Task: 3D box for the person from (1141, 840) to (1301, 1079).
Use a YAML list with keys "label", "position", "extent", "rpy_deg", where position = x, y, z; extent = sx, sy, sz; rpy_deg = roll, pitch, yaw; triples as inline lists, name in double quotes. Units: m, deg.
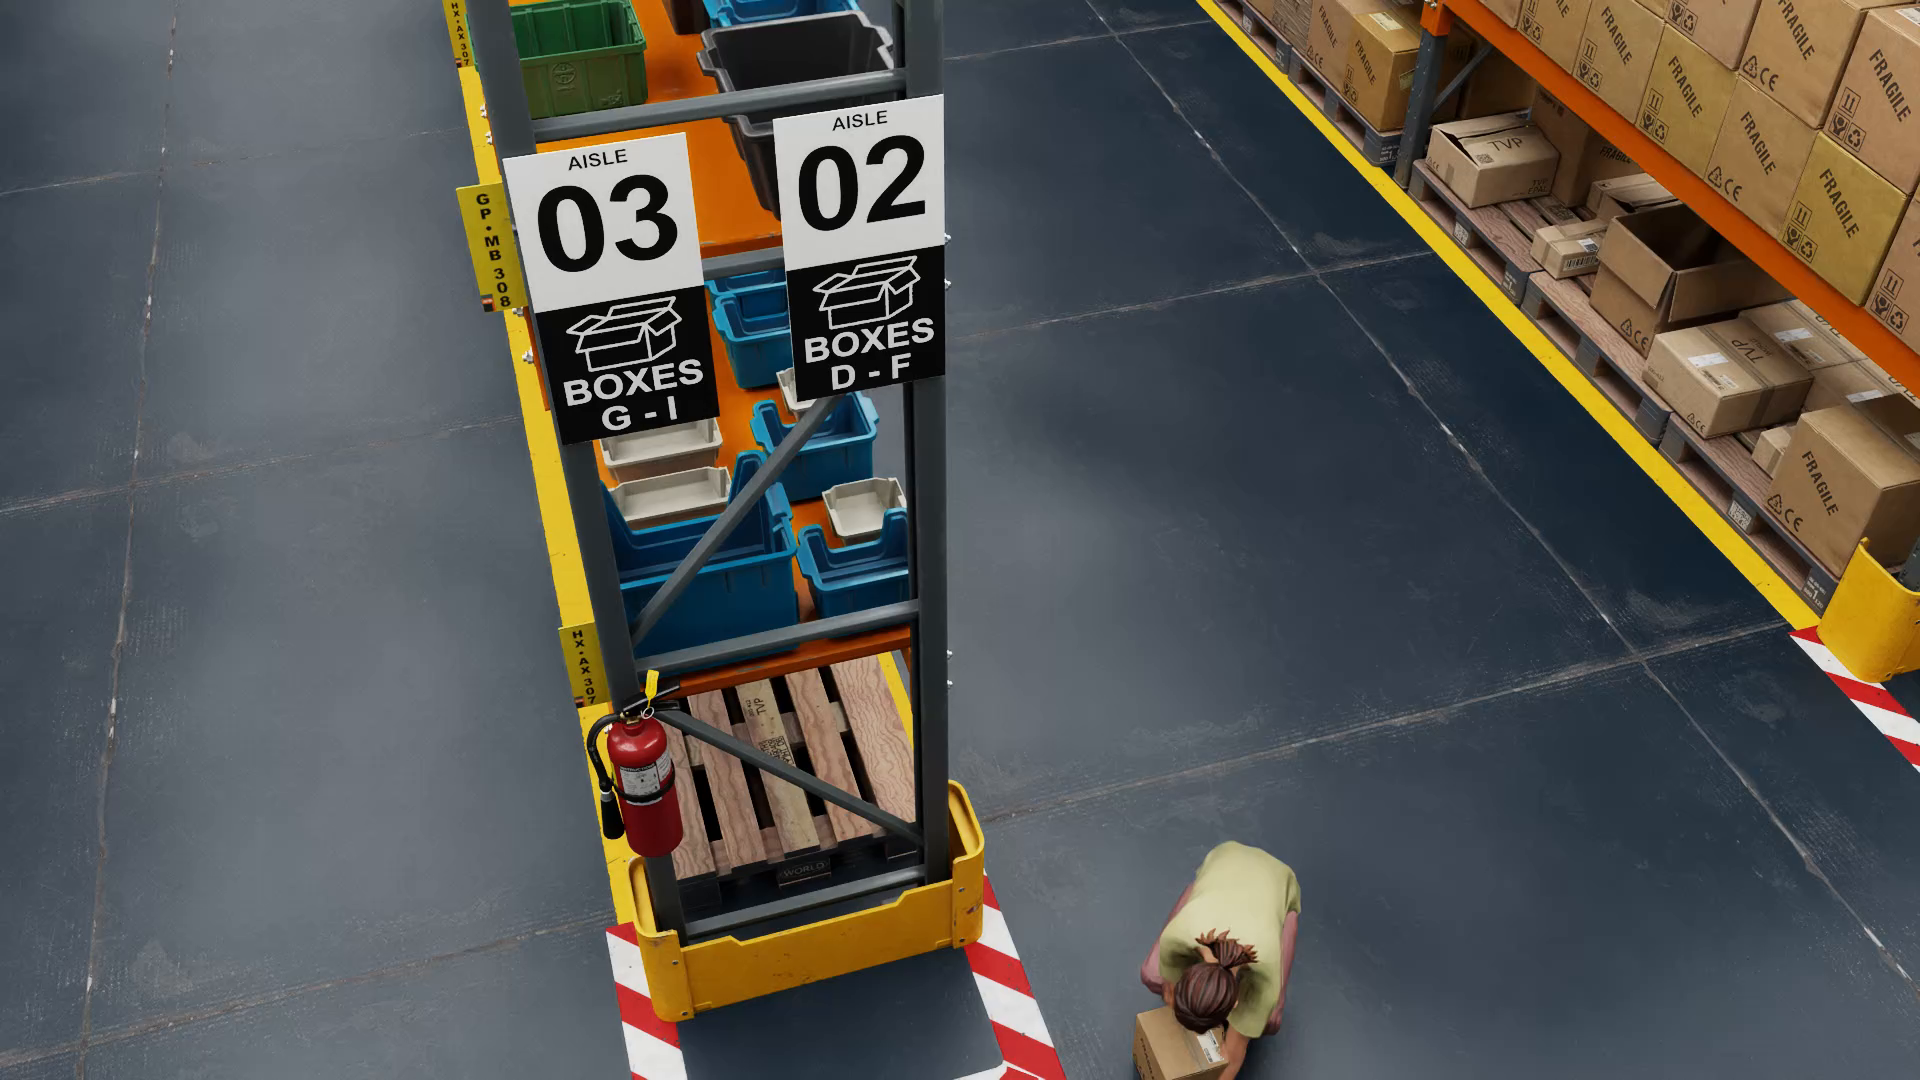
- label: "person"
  position: [0.851, 1.383, 5.397]
  extent: [0.475, 0.816, 0.834]
  rpy_deg: [19, 46, 20]
